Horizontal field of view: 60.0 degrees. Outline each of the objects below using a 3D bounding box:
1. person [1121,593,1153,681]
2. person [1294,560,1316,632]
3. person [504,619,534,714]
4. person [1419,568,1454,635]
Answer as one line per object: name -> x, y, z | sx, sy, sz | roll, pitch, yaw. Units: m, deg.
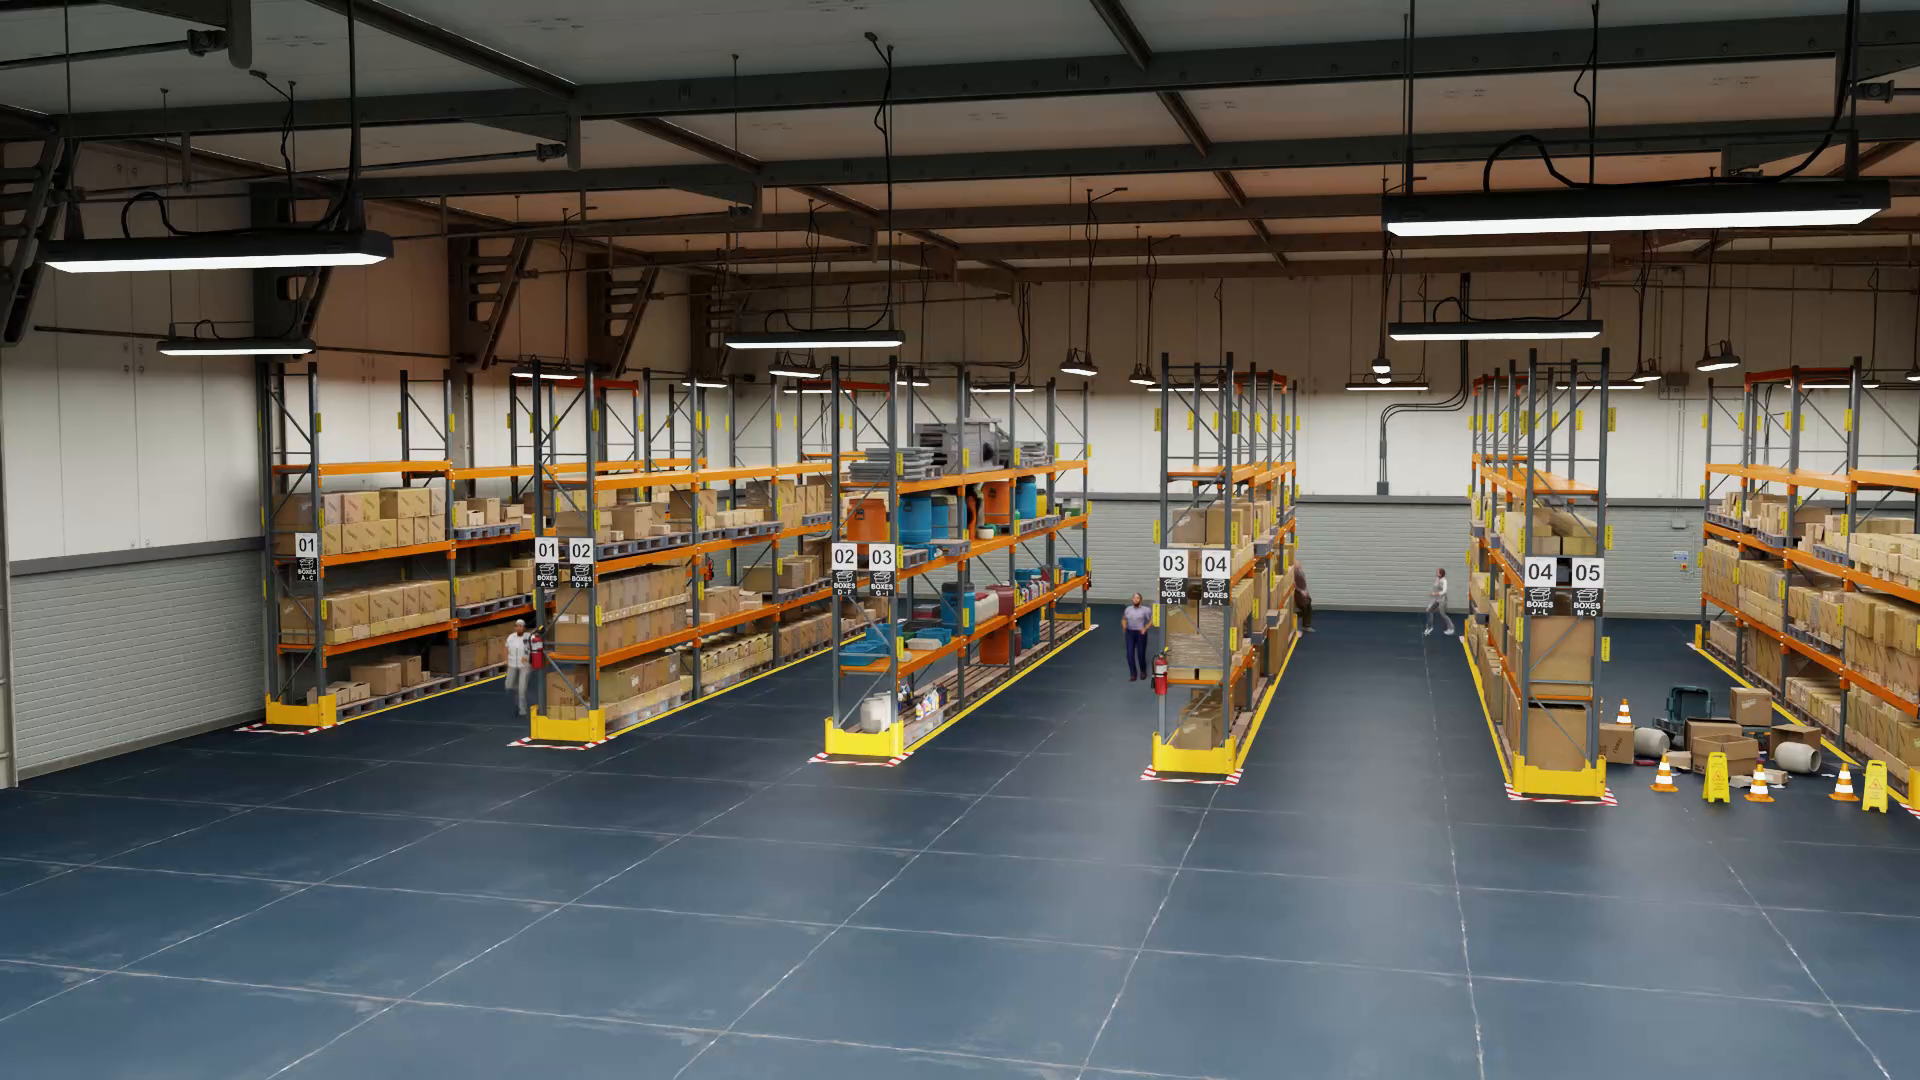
person -> 3.213, 1.781, 30.398 | 0.604, 1.624, 0.514 | 1, 4, 18
person -> 8.207, 1.346, 39.965 | 0.642, 1.739, 0.768 | 3, 5, 32
person -> -7.573, 2.176, 28.557 | 0.661, 1.629, 0.505 | 0, 4, 6
person -> 11.260, 1.455, 39.131 | 0.777, 1.619, 0.537 | -1, 4, -11
